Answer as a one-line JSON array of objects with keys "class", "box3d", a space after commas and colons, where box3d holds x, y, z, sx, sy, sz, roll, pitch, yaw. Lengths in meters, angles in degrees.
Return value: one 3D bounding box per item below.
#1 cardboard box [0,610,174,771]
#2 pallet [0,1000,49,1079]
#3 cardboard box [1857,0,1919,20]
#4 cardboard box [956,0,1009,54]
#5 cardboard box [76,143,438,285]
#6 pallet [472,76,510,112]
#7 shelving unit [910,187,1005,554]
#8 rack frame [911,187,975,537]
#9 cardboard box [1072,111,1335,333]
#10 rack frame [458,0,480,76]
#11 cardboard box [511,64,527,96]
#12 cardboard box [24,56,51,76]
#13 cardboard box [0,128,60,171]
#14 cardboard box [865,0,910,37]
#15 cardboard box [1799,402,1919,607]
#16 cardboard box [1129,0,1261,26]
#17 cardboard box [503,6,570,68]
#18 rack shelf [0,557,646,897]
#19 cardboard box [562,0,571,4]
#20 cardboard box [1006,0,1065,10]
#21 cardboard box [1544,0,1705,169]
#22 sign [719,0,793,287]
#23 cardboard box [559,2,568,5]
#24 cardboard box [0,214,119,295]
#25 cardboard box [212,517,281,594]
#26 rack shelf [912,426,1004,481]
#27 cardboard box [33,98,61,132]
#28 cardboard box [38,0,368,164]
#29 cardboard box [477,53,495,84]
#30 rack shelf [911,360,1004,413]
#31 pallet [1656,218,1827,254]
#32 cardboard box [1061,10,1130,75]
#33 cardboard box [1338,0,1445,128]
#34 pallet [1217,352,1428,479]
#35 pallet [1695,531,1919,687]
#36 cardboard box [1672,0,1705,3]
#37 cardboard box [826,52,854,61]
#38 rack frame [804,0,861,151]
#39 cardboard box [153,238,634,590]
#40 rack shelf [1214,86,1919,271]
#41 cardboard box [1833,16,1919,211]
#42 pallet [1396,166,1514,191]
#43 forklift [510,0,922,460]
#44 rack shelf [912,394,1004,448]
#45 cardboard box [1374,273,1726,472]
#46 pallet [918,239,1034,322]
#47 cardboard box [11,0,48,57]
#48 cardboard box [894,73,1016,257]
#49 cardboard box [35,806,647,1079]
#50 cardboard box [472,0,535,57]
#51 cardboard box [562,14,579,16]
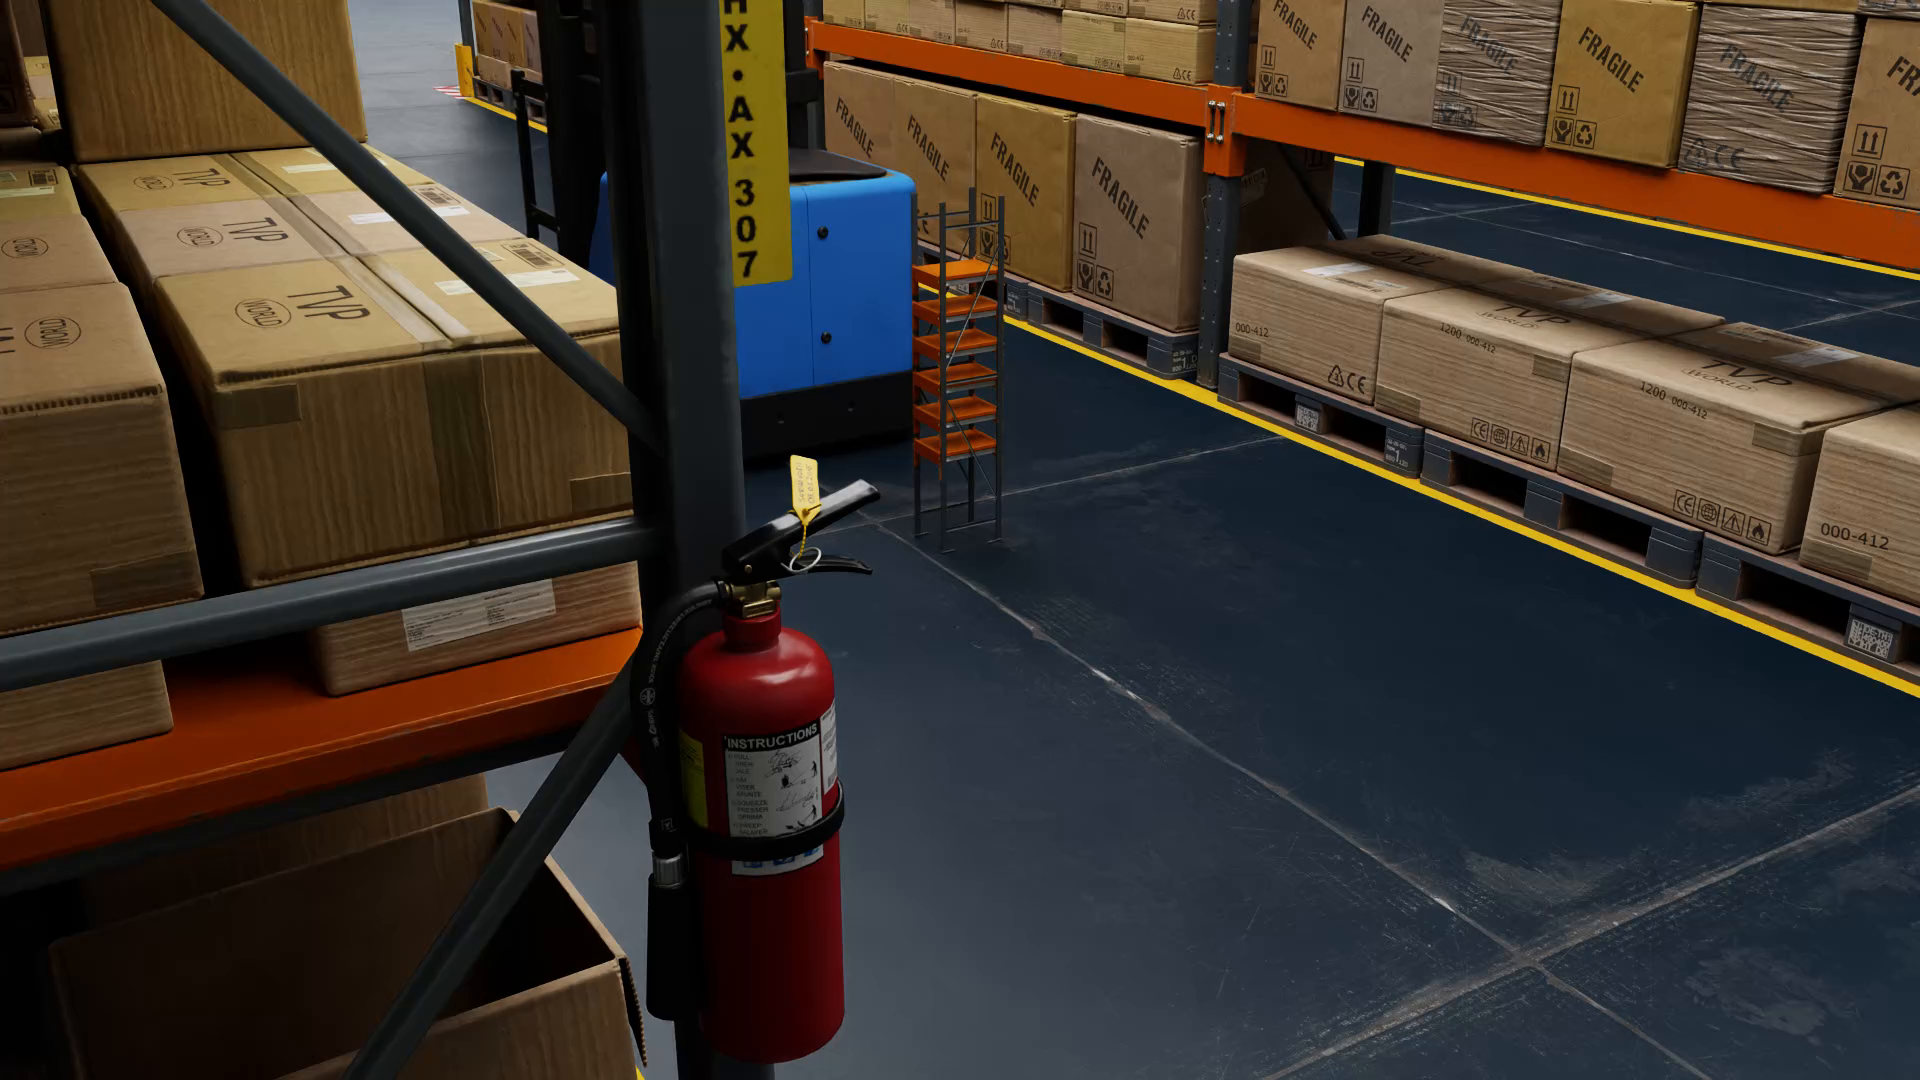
[{"class": "cardboard box", "box3d": [-1.092, 0.141, 1.813, 0.380, 0.149, 0.250, -13, 25, -29]}, {"class": "pallet", "box3d": [-1.139, 1.090, 2.849, 1.003, 0.211, 1.213, -13, 25, -28]}, {"class": "cardboard box", "box3d": [2.830, -1.659, 4.448, 0.500, 0.500, 0.500, -13, 25, -28]}, {"class": "cardboard box", "box3d": [0.316, -2.696, 8.659, 0.500, 0.250, 0.500, -13, 25, -28]}, {"class": "cardboard box", "box3d": [-1.212, -0.513, 2.894, 0.500, 0.250, 0.500, -13, 26, -29]}, {"class": "pallet", "box3d": [-4.176, -4.468, 16.525, 1.003, 0.211, 1.213, -13, 25, -28]}, {"class": "shelving unit", "box3d": [-0.007, -0.561, 5.597, 0.258, 1.200, 0.189, -13, 25, -28]}, {"class": "rack frame", "box3d": [-0.054, -0.590, 5.670, 0.240, 1.200, 0.006, -13, 25, -28]}, {"class": "cardboard box", "box3d": [1.145, -1.566, 7.944, 0.875, 0.875, 0.875, -12, 25, -27]}, {"class": "rack frame", "box3d": [-4.600, -6.055, 16.724, 1.000, 3.000, 0.127, -13, 25, -28]}, {"class": "cardboard box", "box3d": [-3.881, -4.320, 15.550, 0.500, 0.250, 0.500, -11, 24, -25]}, {"class": "cardboard box", "box3d": [-2.265, -1.164, 4.497, 0.500, 0.250, 0.500, -12, 25, -27]}, {"class": "cardboard box", "box3d": [-1.933, -0.583, 3.067, 0.500, 0.250, 0.500, -13, 25, -28]}, {"class": "cardboard box", "box3d": [-0.202, -3.026, 9.471, 0.500, 0.250, 0.500, -13, 26, -30]}, {"class": "cardboard box", "box3d": [3.150, -0.077, 4.863, 0.875, 0.438, 0.875, -14, 26, -30]}, {"class": "cardboard box", "box3d": [1.096, -2.428, 7.337, 0.500, 0.250, 0.500, -13, 25, -28]}, {"class": "cardboard box", "box3d": [-3.893, -4.668, 15.412, 0.500, 0.500, 0.500, -12, 25, -27]}, {"class": "rack shelf", "box3d": [-1.714, -0.233, 3.358, 1.077, 0.370, 4.000, -13, 25, -28]}, {"class": "cardboard box", "box3d": [-3.595, -5.226, 15.922, 0.380, 0.149, 0.250, -12, 25, -27]}, {"class": "cardboard box", "box3d": [0.564, -2.755, 8.141, 0.500, 0.250, 0.500, -12, 25, -27]}, {"class": "cardboard box", "box3d": [2.310, -1.521, 5.438, 0.500, 0.500, 0.500, -12, 25, -27]}, {"class": "sign", "box3d": [-0.225, -0.425, 1.723, 0.100, 0.325, 0.005, -13, 25, -28]}, {"class": "cardboard box", "box3d": [-3.697, -4.945, 16.093, 0.500, 0.500, 0.500, -12, 25, -26]}, {"class": "cardboard box", "box3d": [-1.417, -0.253, 2.253, 0.500, 0.250, 0.500, -13, 25, -28]}, {"class": "cardboard box", "box3d": [-0.794, -0.035, 2.249, 0.380, 0.149, 0.250, -12, 25, -27]}, {"class": "rack shelf", "box3d": [-0.007, -0.297, 5.704, 0.258, 0.103, 0.180, -13, 25, -28]}, {"class": "cardboard box", "box3d": [-1.753, -0.841, 3.702, 0.500, 0.250, 0.500, -13, 25, -29]}, {"class": "cardboard box", "box3d": [-1.459, -1.019, 3.144, 0.500, 0.500, 0.500, -12, 25, -27]}, {"class": "cardboard box", "box3d": [-4.425, -4.661, 16.389, 0.500, 0.250, 0.500, -13, 25, -29]}, {"class": "rack shelf", "box3d": [-0.007, -0.519, 5.614, 0.258, 0.103, 0.180, -13, 25, -28]}, {"class": "pallet", "box3d": [5.335, -2.115, 10.734, 1.003, 0.211, 1.213, -13, 25, -28]}, {"class": "cardboard box", "box3d": [0.825, -2.362, 7.839, 0.500, 0.250, 0.500, -13, 25, -29]}, {"class": "cardboard box", "box3d": [1.798, -1.850, 6.248, 0.500, 0.500, 0.500, -12, 25, -28]}, {"class": "pallet", "box3d": [1.851, -0.617, 7.049, 1.003, 0.211, 1.213, -13, 25, -28]}, {"class": "pallet", "box3d": [3.098, 0.173, 5.106, 1.003, 0.211, 1.213, -13, 25, -28]}, {"class": "cardboard box", "box3d": [2.325, -1.982, 5.244, 0.500, 0.500, 0.500, -13, 25, -29]}, {"class": "cardboard box", "box3d": [-1.041, -4.305, 14.732, 0.500, 0.500, 0.500, -13, 25, -28]}, {"class": "rack frame", "box3d": [-0.513, -3.465, 10.352, 1.000, 3.000, 0.127, -13, 25, -28]}, {"class": "cardboard box", "box3d": [-0.692, -0.186, 2.090, 0.500, 0.250, 0.500, -12, 25, -28]}, {"class": "rack shelf", "box3d": [2.552, -1.189, 5.709, 1.077, 0.370, 4.000, -13, 25, -28]}, {"class": "cardboard box", "box3d": [2.856, -1.192, 4.628, 0.500, 0.500, 0.500, -13, 26, -29]}, {"class": "pallet", "box3d": [4.089, -2.905, 12.677, 1.003, 0.211, 1.213, -13, 25, -28]}, {"class": "forklift", "box3d": [-1.357, -2.146, 7.199, 1.130, 2.935, 3.031, -13, 26, -29]}, {"class": "rack shelf", "box3d": [-0.007, -0.408, 5.659, 0.258, 0.103, 0.180, -13, 25, -28]}, {"class": "cardboard box", "box3d": [2.216, -0.664, 6.307, 0.875, 0.438, 0.875, -13, 26, -30]}, {"class": "pallet", "box3d": [0.444, -1.509, 9.243, 1.003, 0.211, 1.213, -13, 25, -28]}, {"class": "cardboard box", "box3d": [-2.790, -1.655, 5.208, 0.700, 0.500, 0.500, -12, 25, -27]}, {"class": "cardboard box", "box3d": [0.220, -2.146, 9.372, 0.875, 0.875, 0.875, -12, 25, -28]}, {"class": "cardboard box", "box3d": [-0.923, 0.826, 2.552, 0.797, 0.503, 0.637, -14, 26, -30]}, {"class": "cardboard box", "box3d": [-4.413, -5.001, 16.229, 0.500, 0.500, 0.500, -14, 26, -30]}, {"class": "cardboard box", "box3d": [-3.351, -4.332, 14.584, 0.500, 0.500, 0.500, -12, 25, -27]}]
